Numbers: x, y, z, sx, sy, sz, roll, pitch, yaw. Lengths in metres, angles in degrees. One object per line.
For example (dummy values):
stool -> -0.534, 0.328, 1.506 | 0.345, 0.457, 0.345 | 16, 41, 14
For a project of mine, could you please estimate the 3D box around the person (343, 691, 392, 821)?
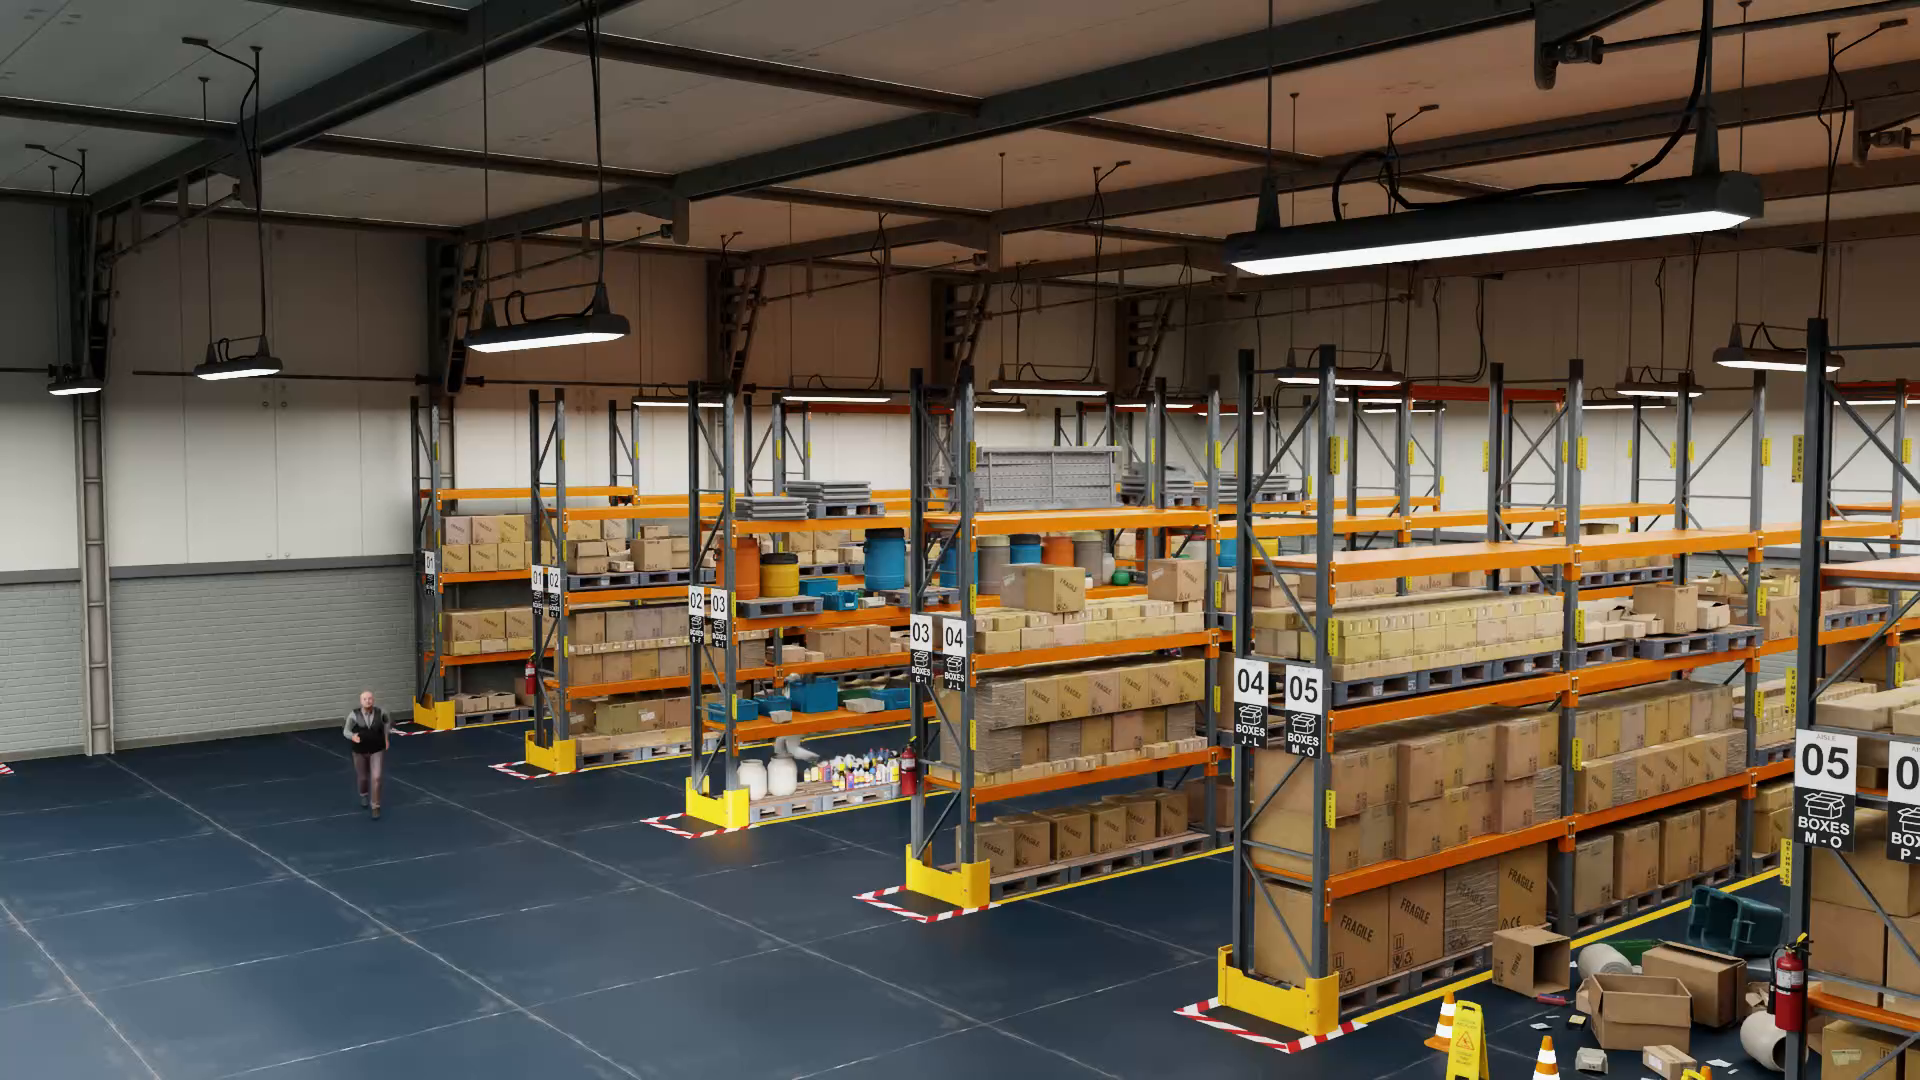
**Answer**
person -> -8.180, 2.937, 22.980 | 0.632, 1.718, 0.966 | -1, 4, -19

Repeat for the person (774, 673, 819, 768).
person -> -2.548, 2.845, 25.544 | 0.727, 1.623, 0.615 | -2, 4, -35

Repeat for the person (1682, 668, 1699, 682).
person -> 11.250, 2.772, 25.816 | 0.665, 1.736, 0.570 | 3, 5, 44
